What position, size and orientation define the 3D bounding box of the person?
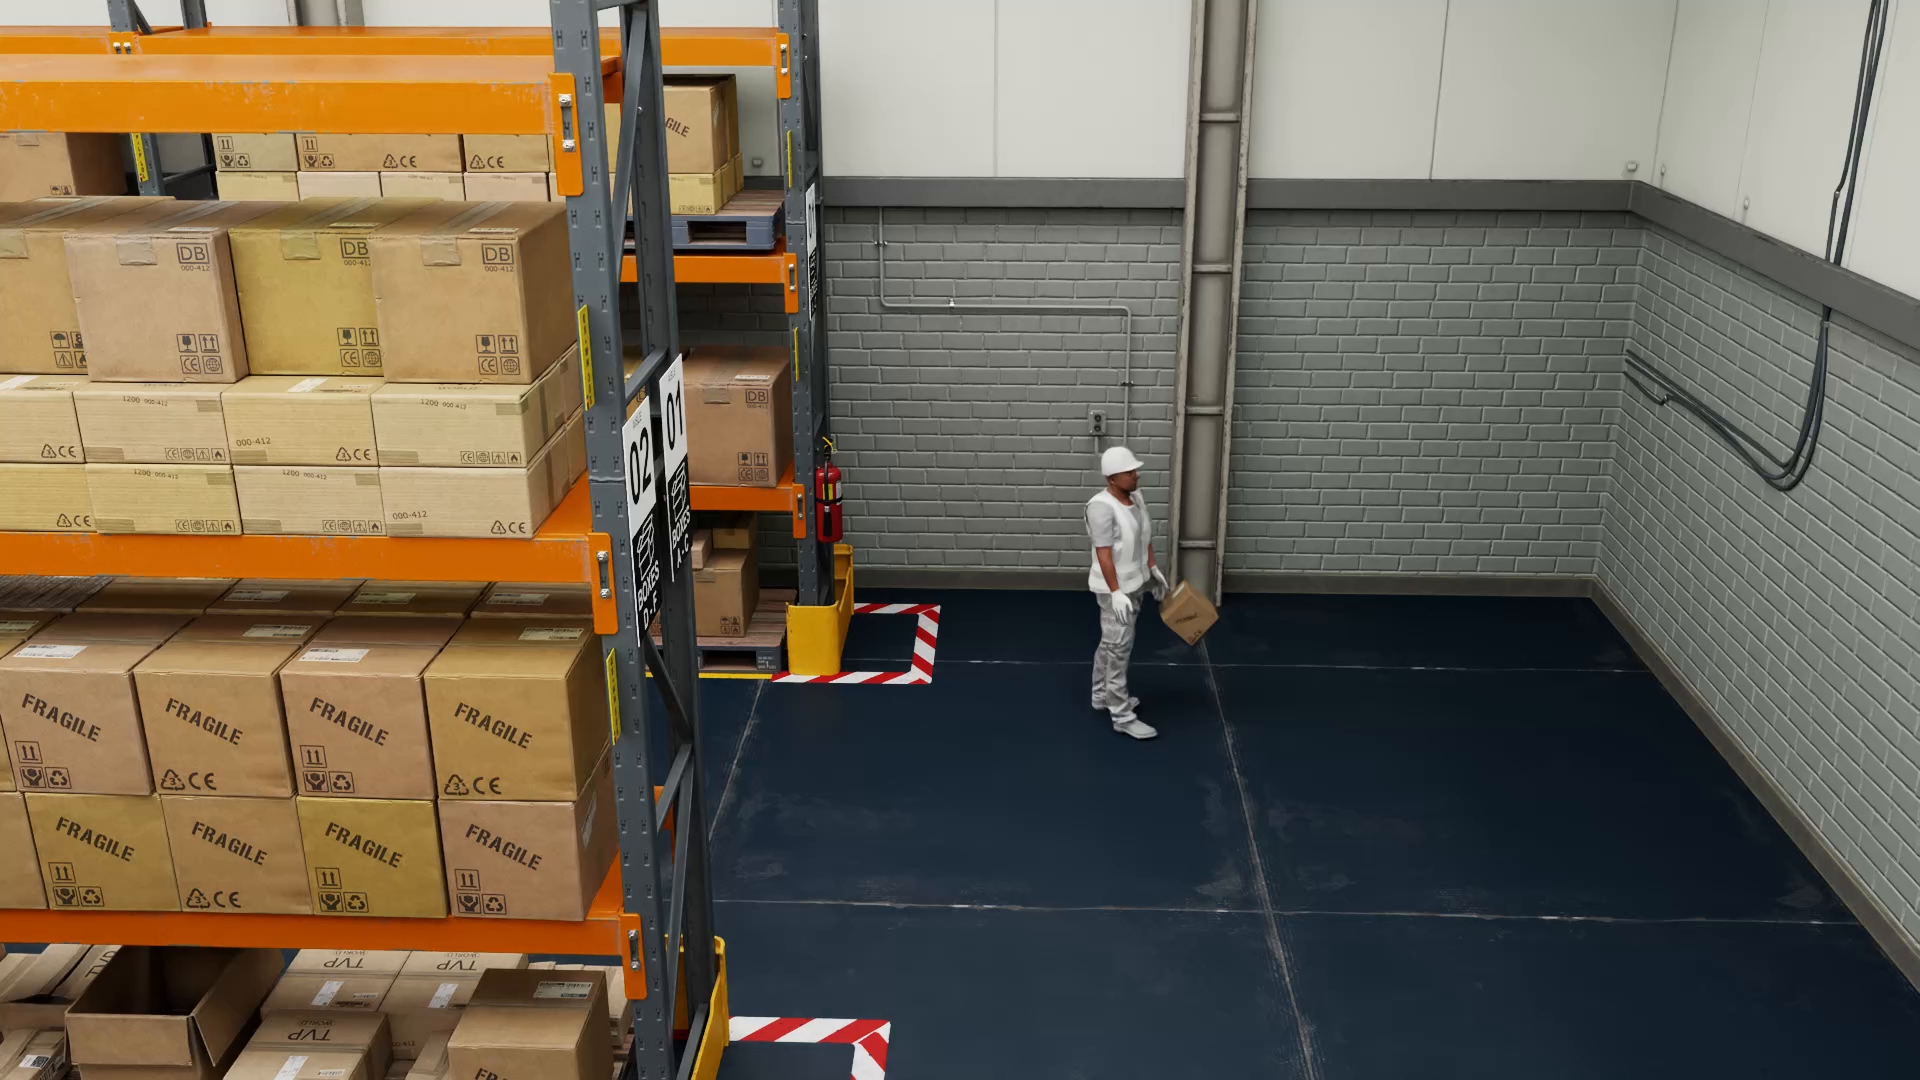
[{"bbox_3d":[1.055,0.303,10.231,0.574,1.790,0.603,11,23,28],"label":"person"}]
